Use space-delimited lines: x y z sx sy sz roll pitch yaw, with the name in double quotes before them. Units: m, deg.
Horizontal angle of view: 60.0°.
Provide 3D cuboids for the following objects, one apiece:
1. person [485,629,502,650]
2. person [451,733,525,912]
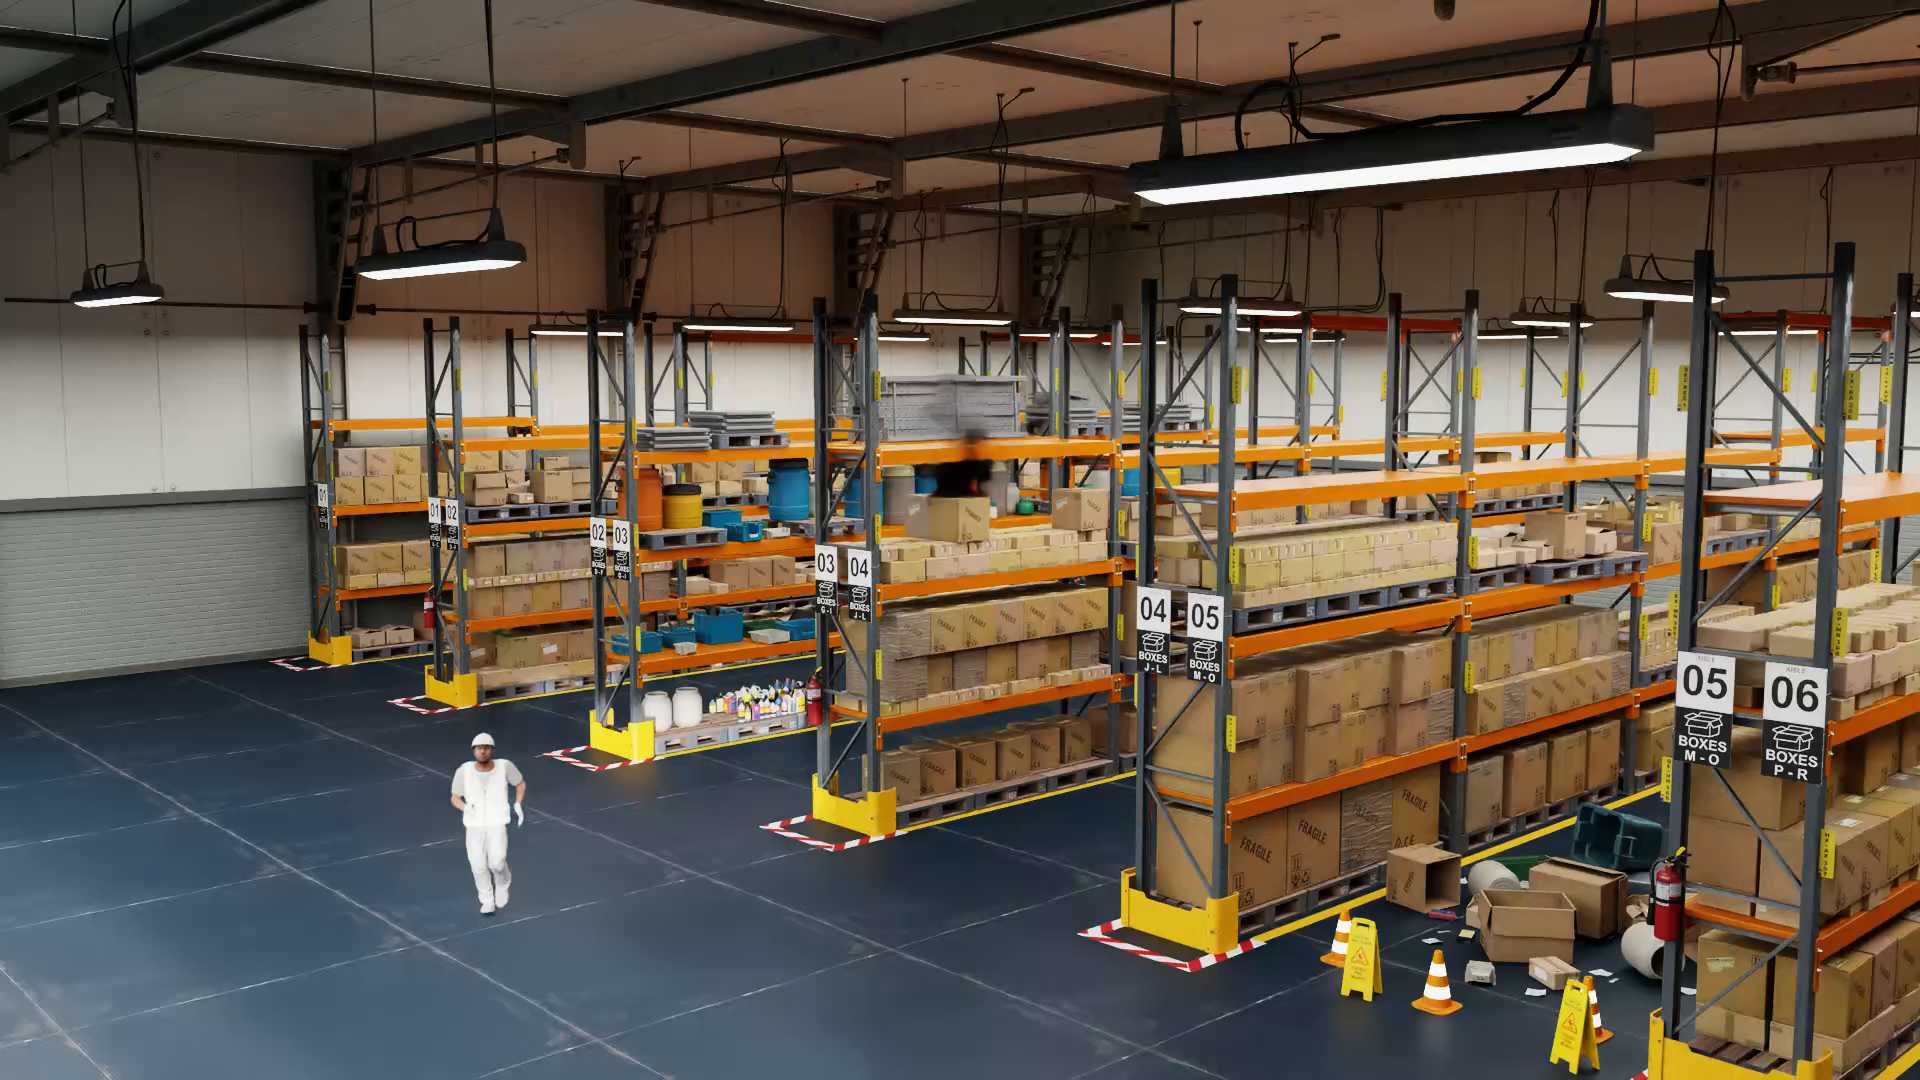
"person" -7.931 1.408 28.454 0.656 1.789 0.956 4 7 35
"person" -4.433 2.699 15.745 0.582 1.740 0.623 -1 6 -9
